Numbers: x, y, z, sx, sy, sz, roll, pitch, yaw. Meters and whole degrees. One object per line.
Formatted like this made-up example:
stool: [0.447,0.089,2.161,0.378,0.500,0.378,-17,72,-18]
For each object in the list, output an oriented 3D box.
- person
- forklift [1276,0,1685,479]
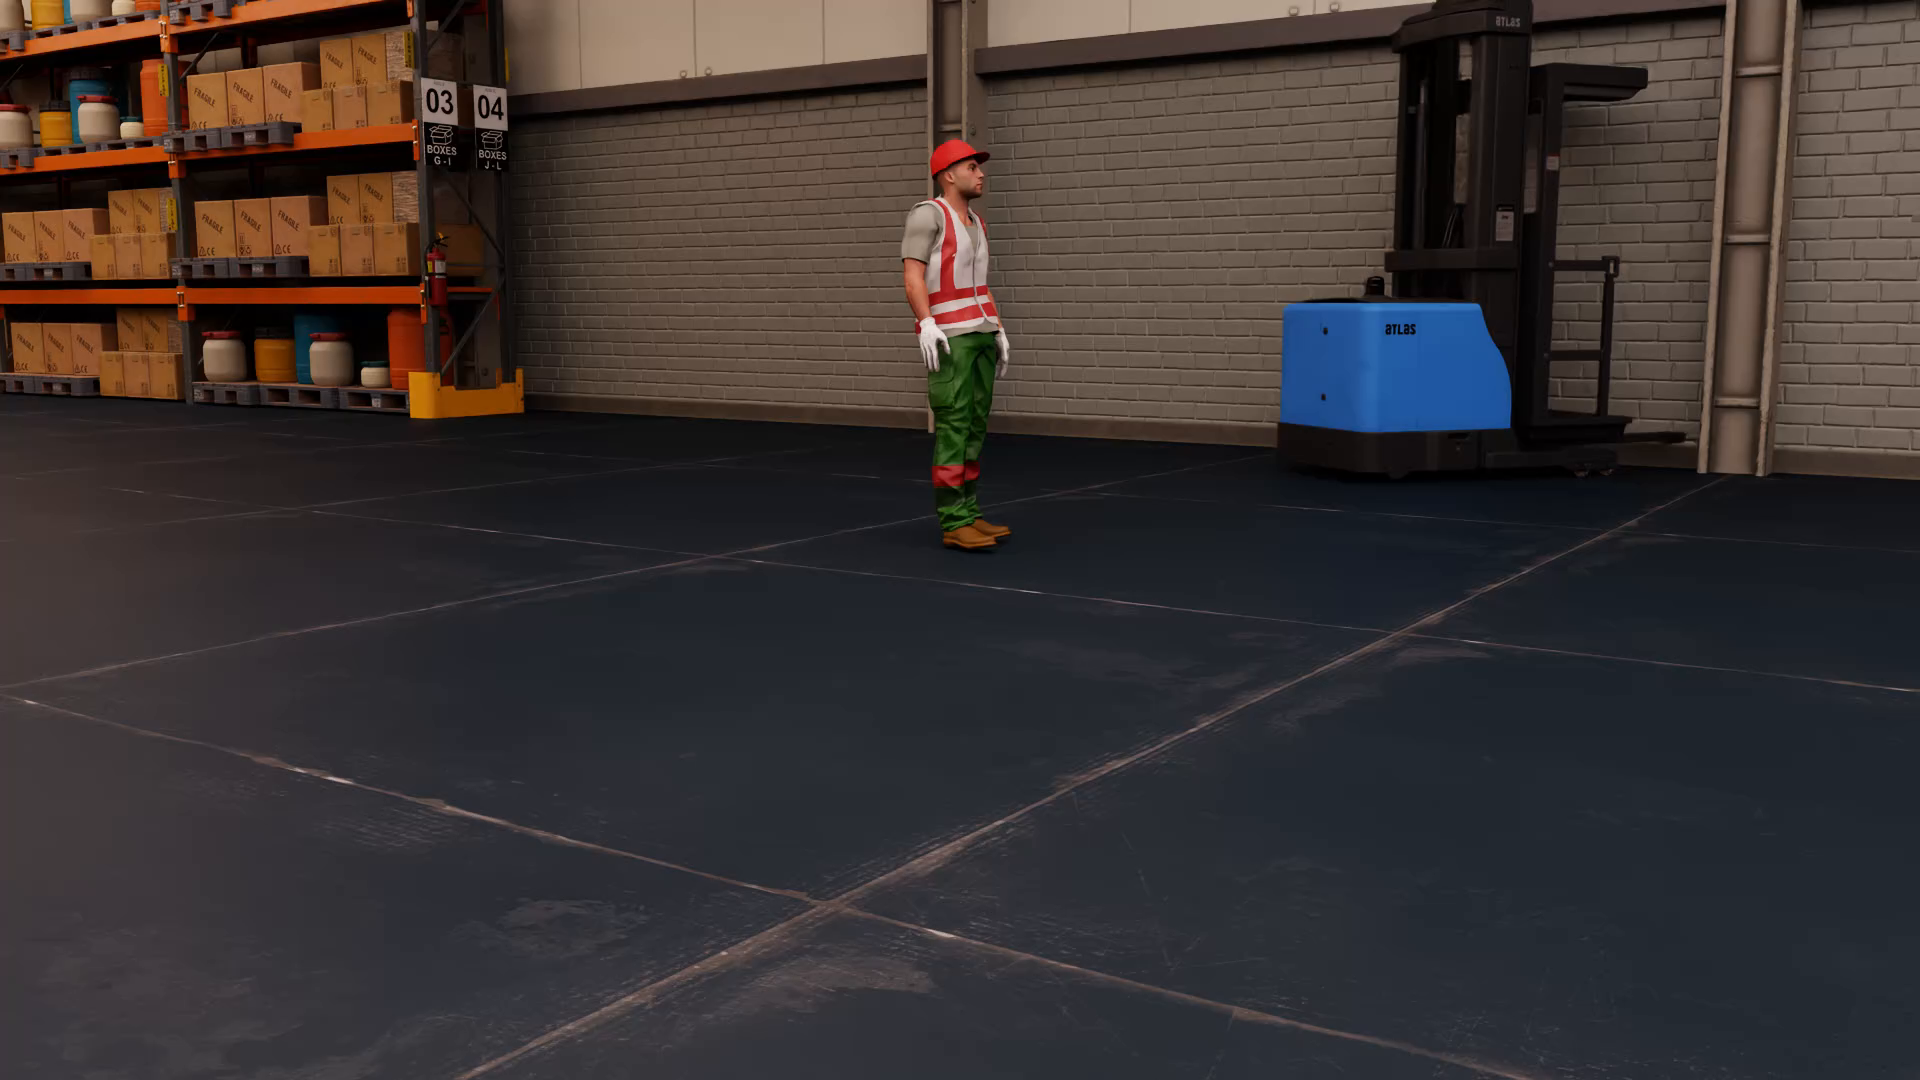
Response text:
person: [0.059,-0.885,7.422,0.564,1.787,0.637,5,10,34]
forklift: [3.621,-1.919,10.687,3.031,2.935,1.130,-3,9,-21]
